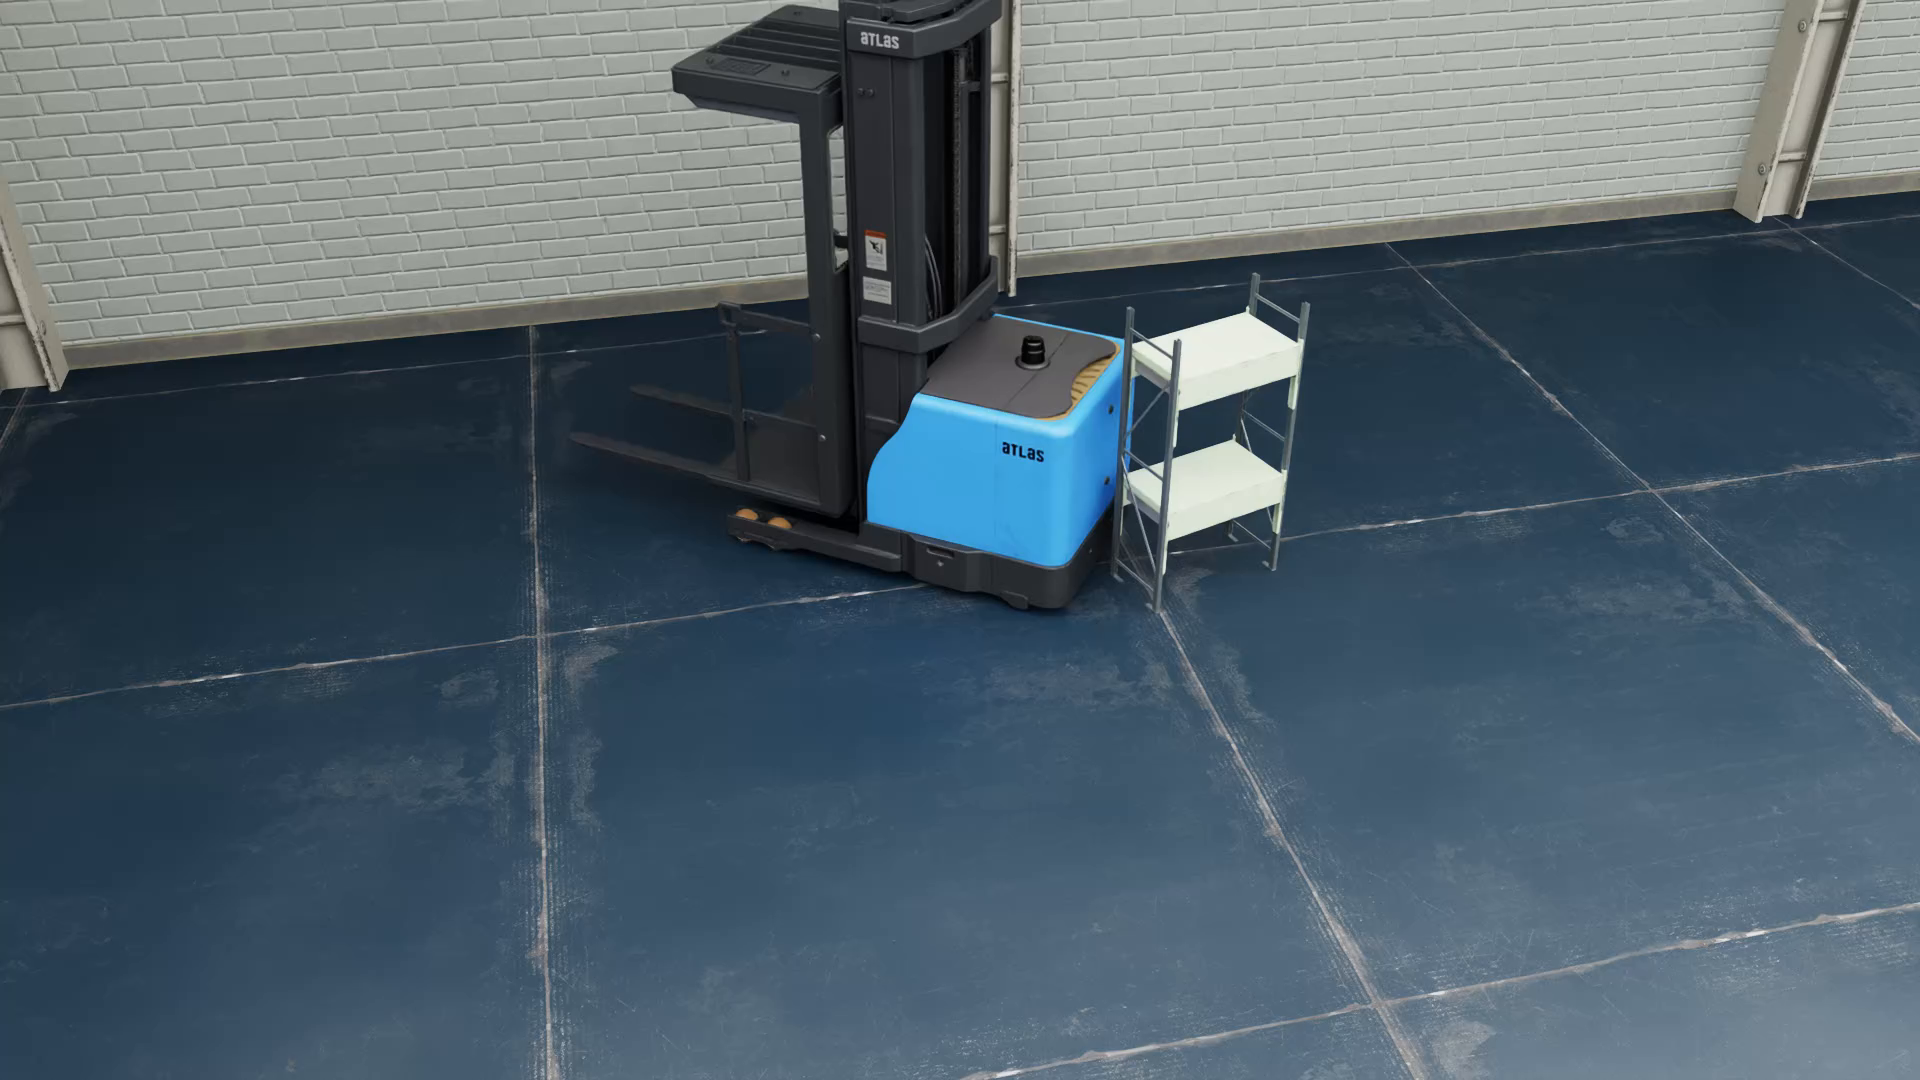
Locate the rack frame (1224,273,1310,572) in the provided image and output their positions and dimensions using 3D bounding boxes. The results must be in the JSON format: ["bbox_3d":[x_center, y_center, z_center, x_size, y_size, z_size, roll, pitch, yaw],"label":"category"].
[{"bbox_3d":[1.508,-0.560,8.238,0.023,1.500,0.400,-18,38,-25],"label":"rack frame"}]

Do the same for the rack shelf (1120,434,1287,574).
[{"bbox_3d":[1.192,-0.186,8.266,0.720,0.370,0.431,-18,38,-25],"label":"rack shelf"}]

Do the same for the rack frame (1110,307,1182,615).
[{"bbox_3d":[0.876,-0.354,7.931,0.023,1.500,0.400,-18,38,-25],"label":"rack frame"}]

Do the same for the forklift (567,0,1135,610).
[{"bbox_3d":[-0.663,-1.417,8.232,3.031,2.935,1.130,14,36,20],"label":"forklift"}]

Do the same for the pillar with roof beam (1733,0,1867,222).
[{"bbox_3d":[6.954,-3.839,6.395,0.400,9.000,9.100,-7,35,-11],"label":"pillar with roof beam"}]

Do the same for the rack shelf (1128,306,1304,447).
[{"bbox_3d":[1.192,-0.781,7.867,0.720,0.370,0.431,-18,38,-25],"label":"rack shelf"}]

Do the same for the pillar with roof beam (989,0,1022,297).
[{"bbox_3d":[1.102,-3.102,5.296,0.400,9.000,9.100,-7,35,-11],"label":"pillar with roof beam"}]

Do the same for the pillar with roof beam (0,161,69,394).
[{"bbox_3d":[-4.750,-2.364,4.197,0.400,9.000,9.100,-7,35,-11],"label":"pillar with roof beam"}]

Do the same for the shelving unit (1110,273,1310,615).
[{"bbox_3d":[1.192,-0.457,8.085,0.755,1.500,0.431,-18,38,-25],"label":"shelving unit"}]
